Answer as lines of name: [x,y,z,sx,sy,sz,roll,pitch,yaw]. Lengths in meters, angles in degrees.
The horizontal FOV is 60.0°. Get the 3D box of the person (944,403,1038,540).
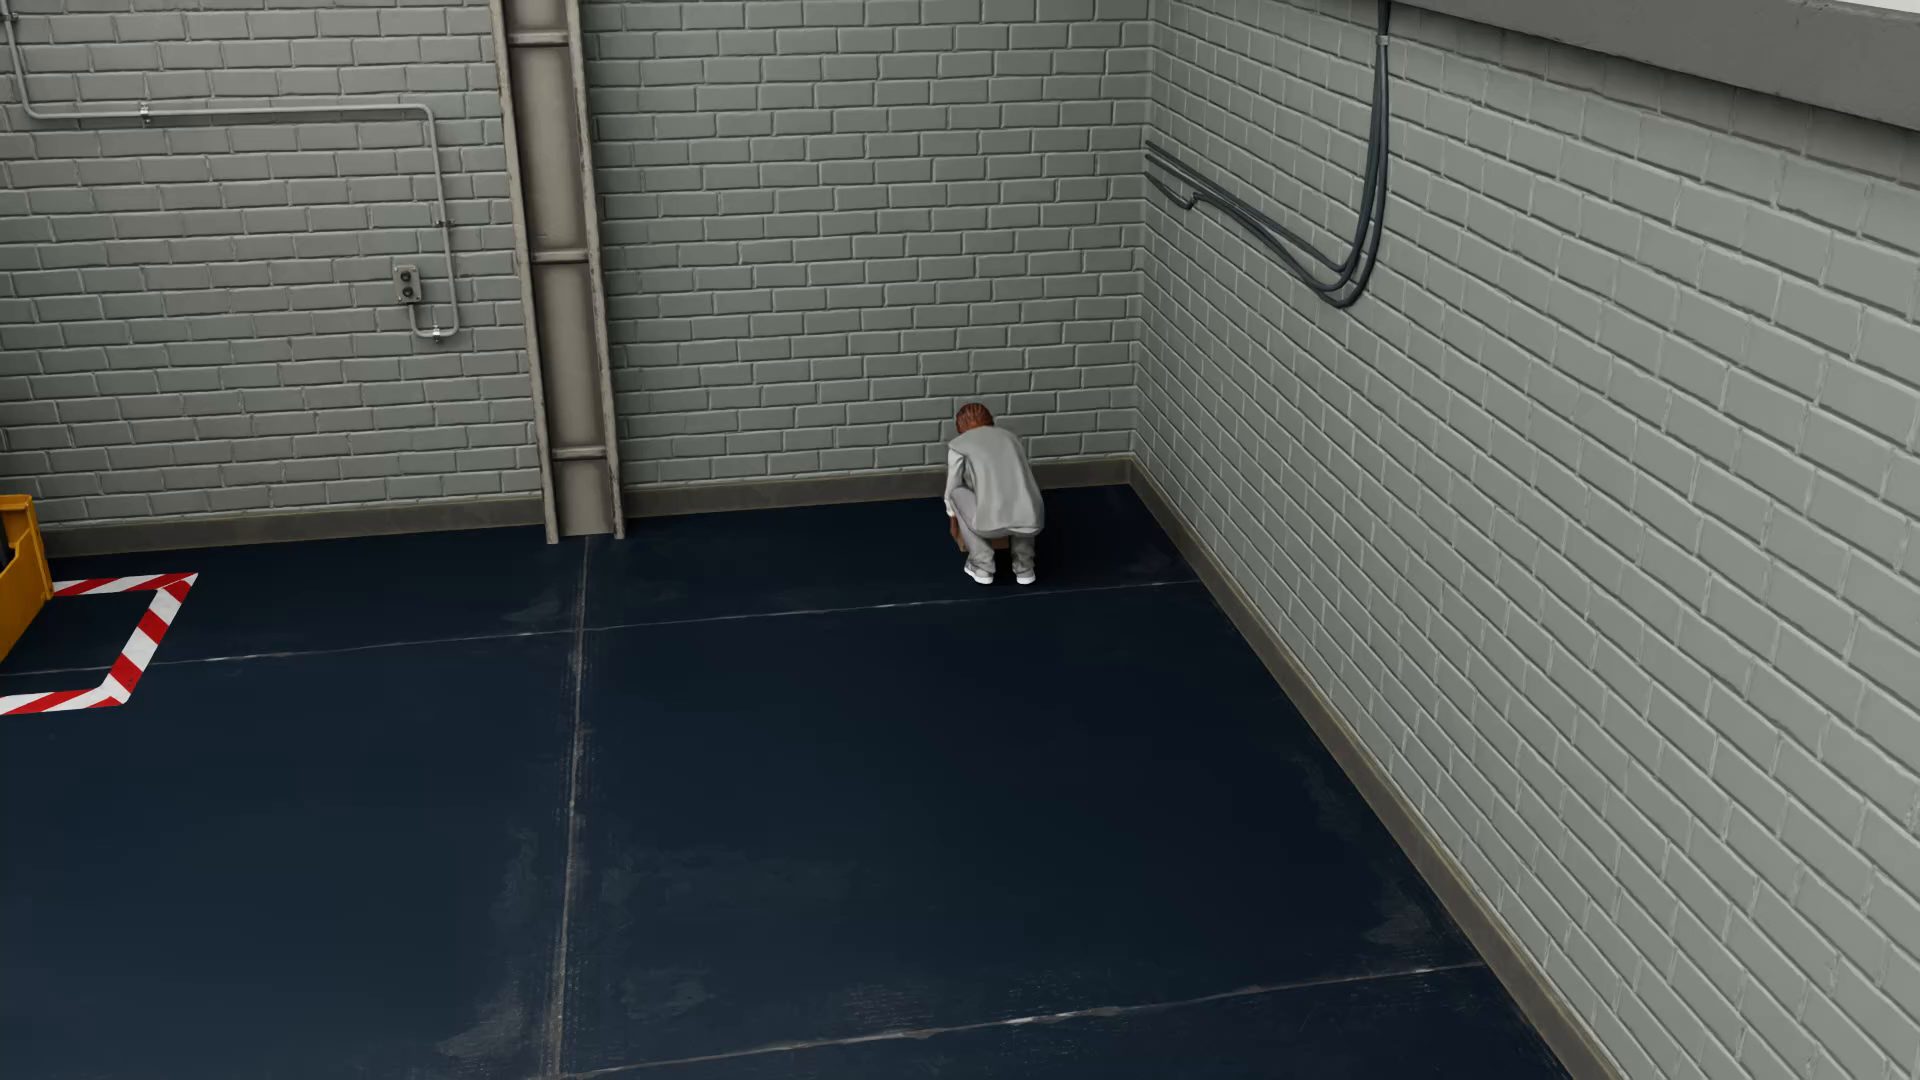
person: [0.152,-0.211,8.139,0.392,0.768,0.791,-4,24,-10]
